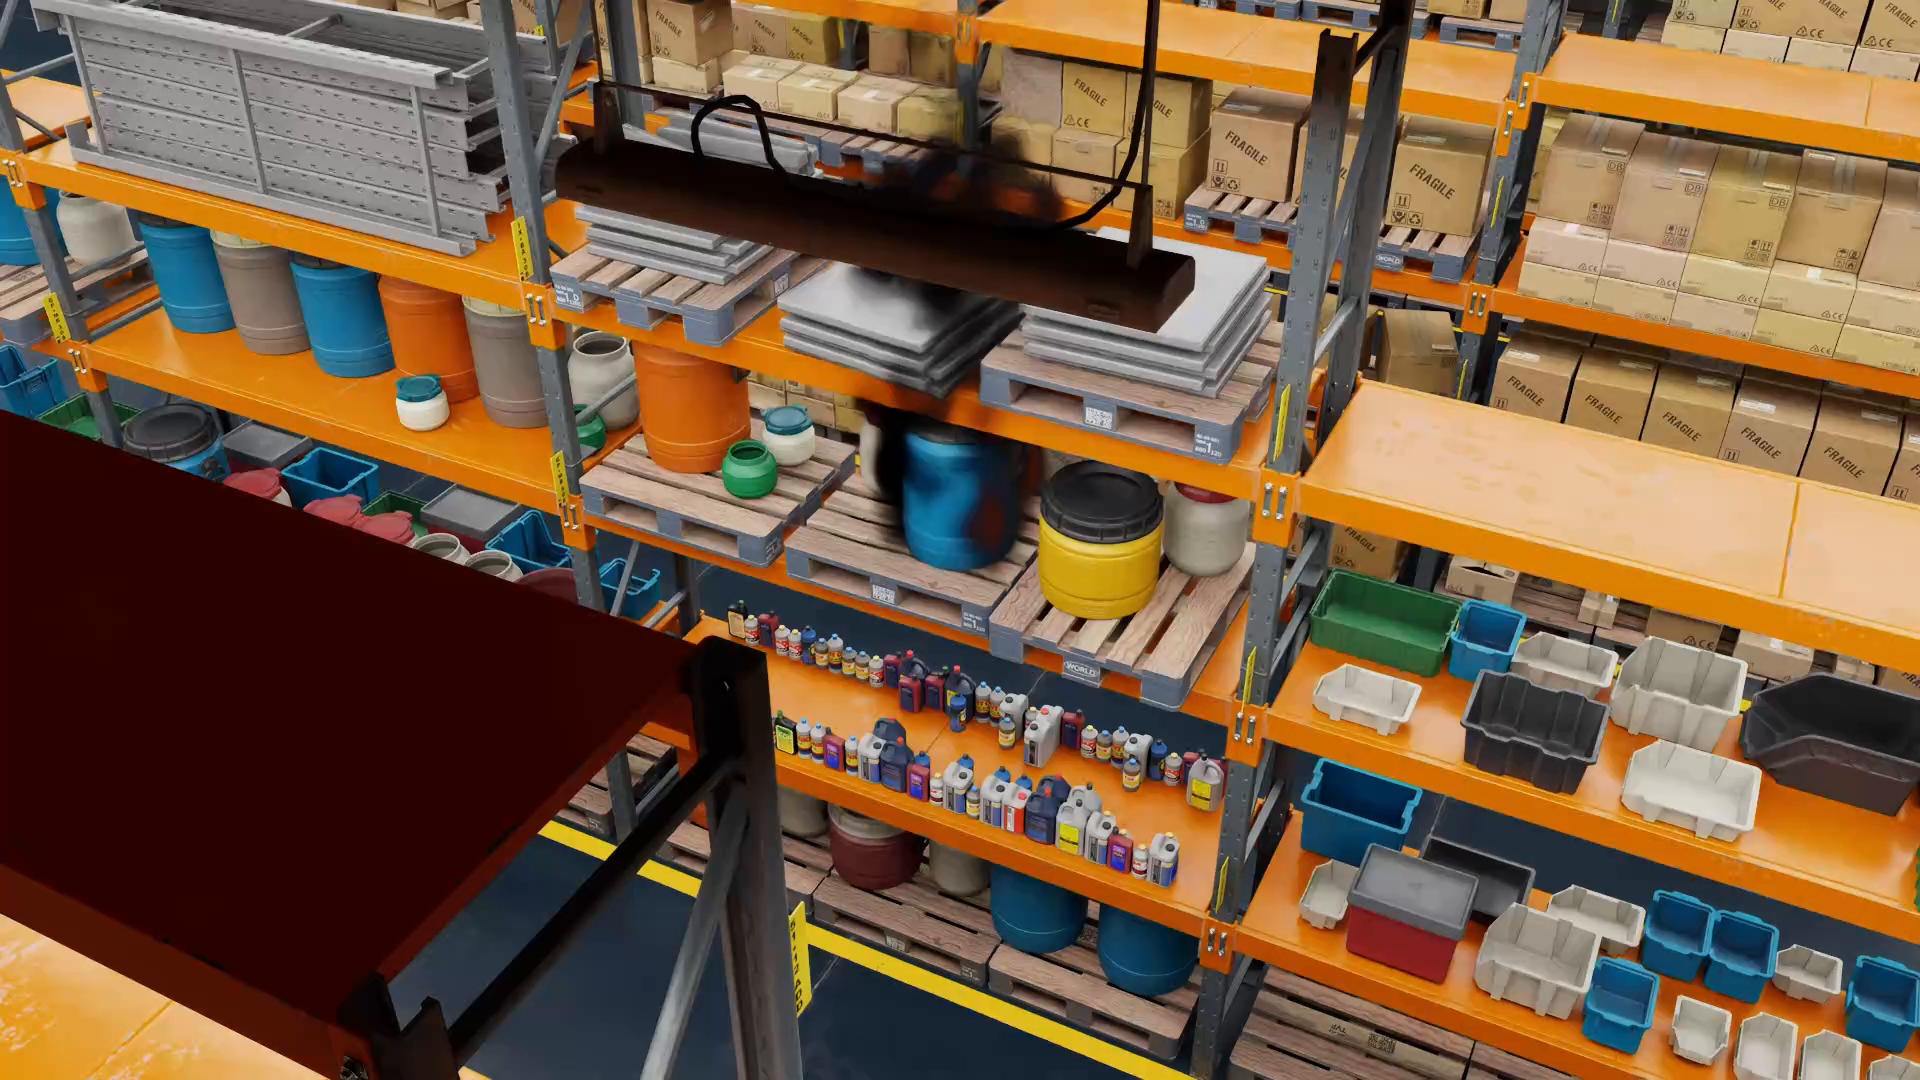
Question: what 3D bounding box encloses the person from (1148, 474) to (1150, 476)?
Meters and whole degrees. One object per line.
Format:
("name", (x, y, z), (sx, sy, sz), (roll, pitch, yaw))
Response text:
("person", (1.094, 0.005, 11.846), (0.645, 1.836, 0.638), (11, 37, 15))
